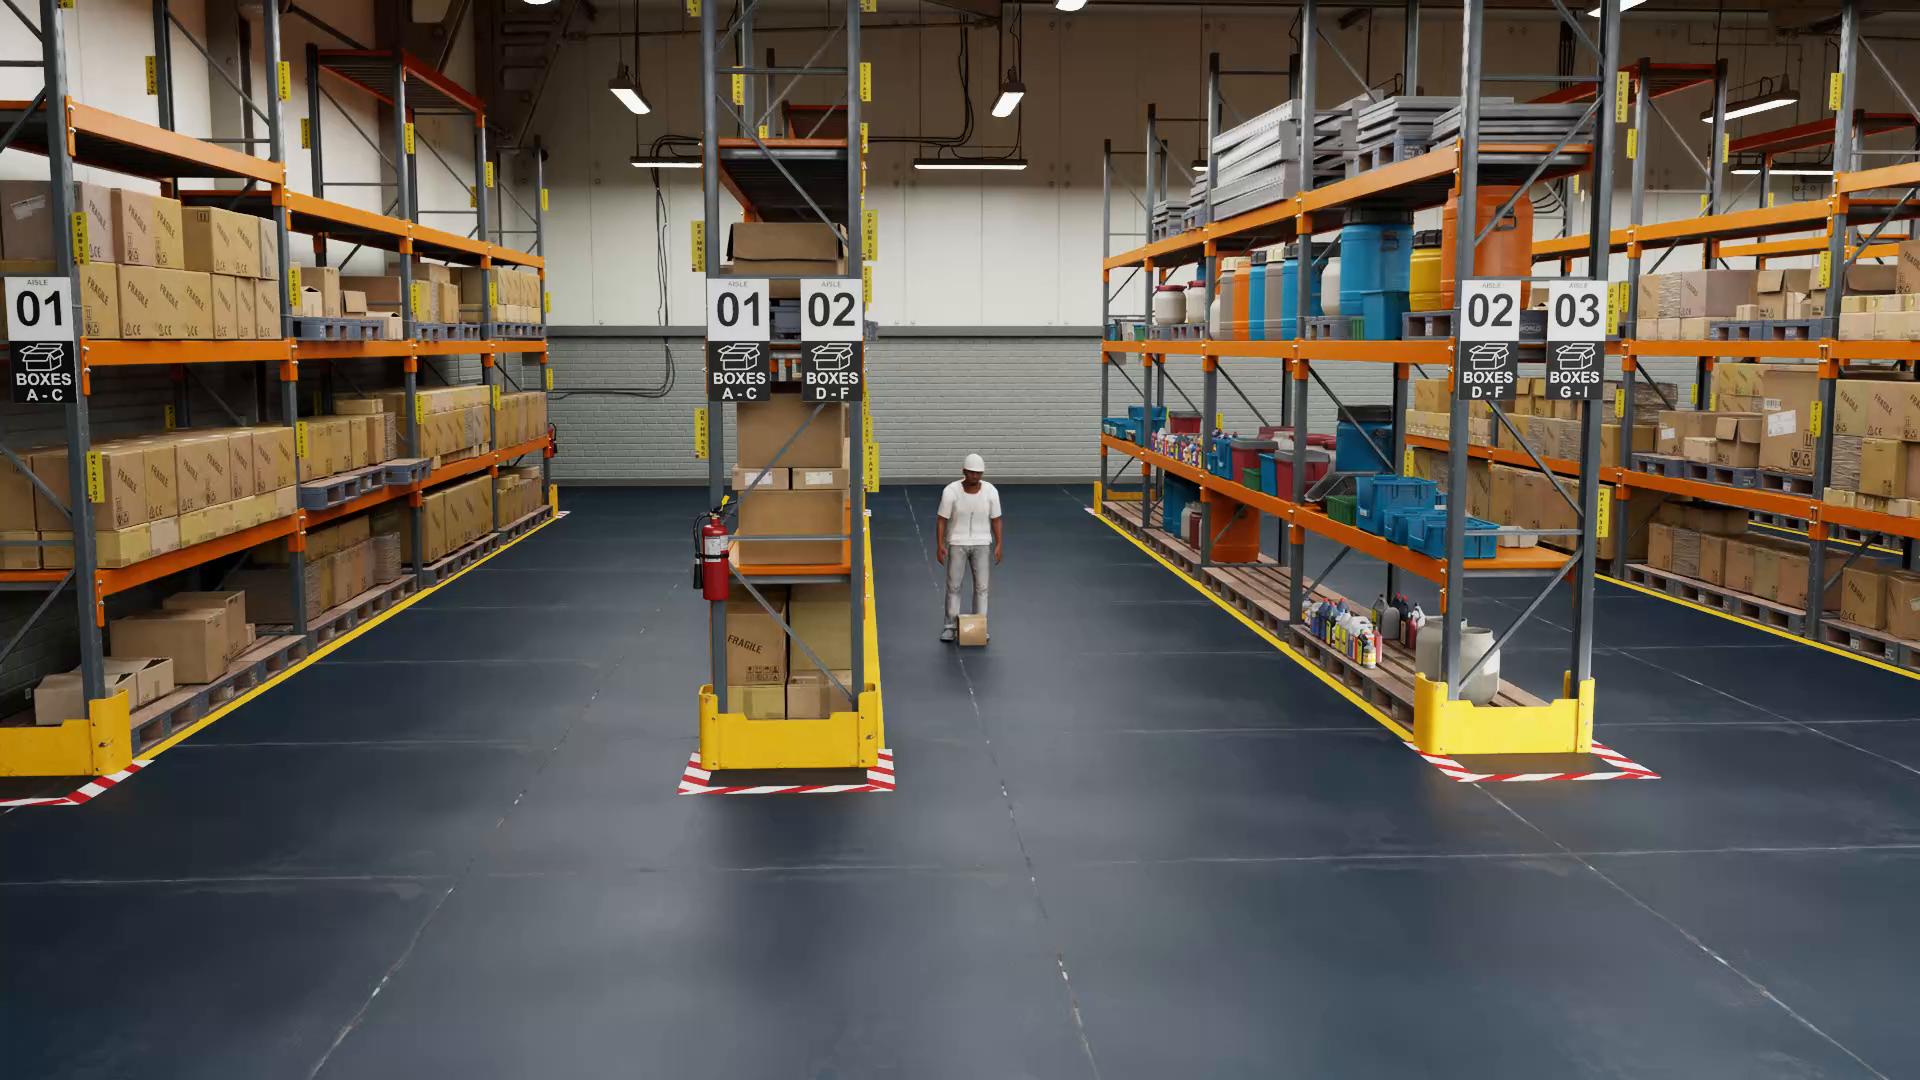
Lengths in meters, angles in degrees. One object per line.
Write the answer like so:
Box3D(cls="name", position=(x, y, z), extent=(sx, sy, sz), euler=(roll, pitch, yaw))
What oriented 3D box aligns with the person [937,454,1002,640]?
Box3D(cls="person", position=(0.092, 0.063, 15.645), extent=(0.632, 1.759, 0.462), euler=(-1, 7, -7))
